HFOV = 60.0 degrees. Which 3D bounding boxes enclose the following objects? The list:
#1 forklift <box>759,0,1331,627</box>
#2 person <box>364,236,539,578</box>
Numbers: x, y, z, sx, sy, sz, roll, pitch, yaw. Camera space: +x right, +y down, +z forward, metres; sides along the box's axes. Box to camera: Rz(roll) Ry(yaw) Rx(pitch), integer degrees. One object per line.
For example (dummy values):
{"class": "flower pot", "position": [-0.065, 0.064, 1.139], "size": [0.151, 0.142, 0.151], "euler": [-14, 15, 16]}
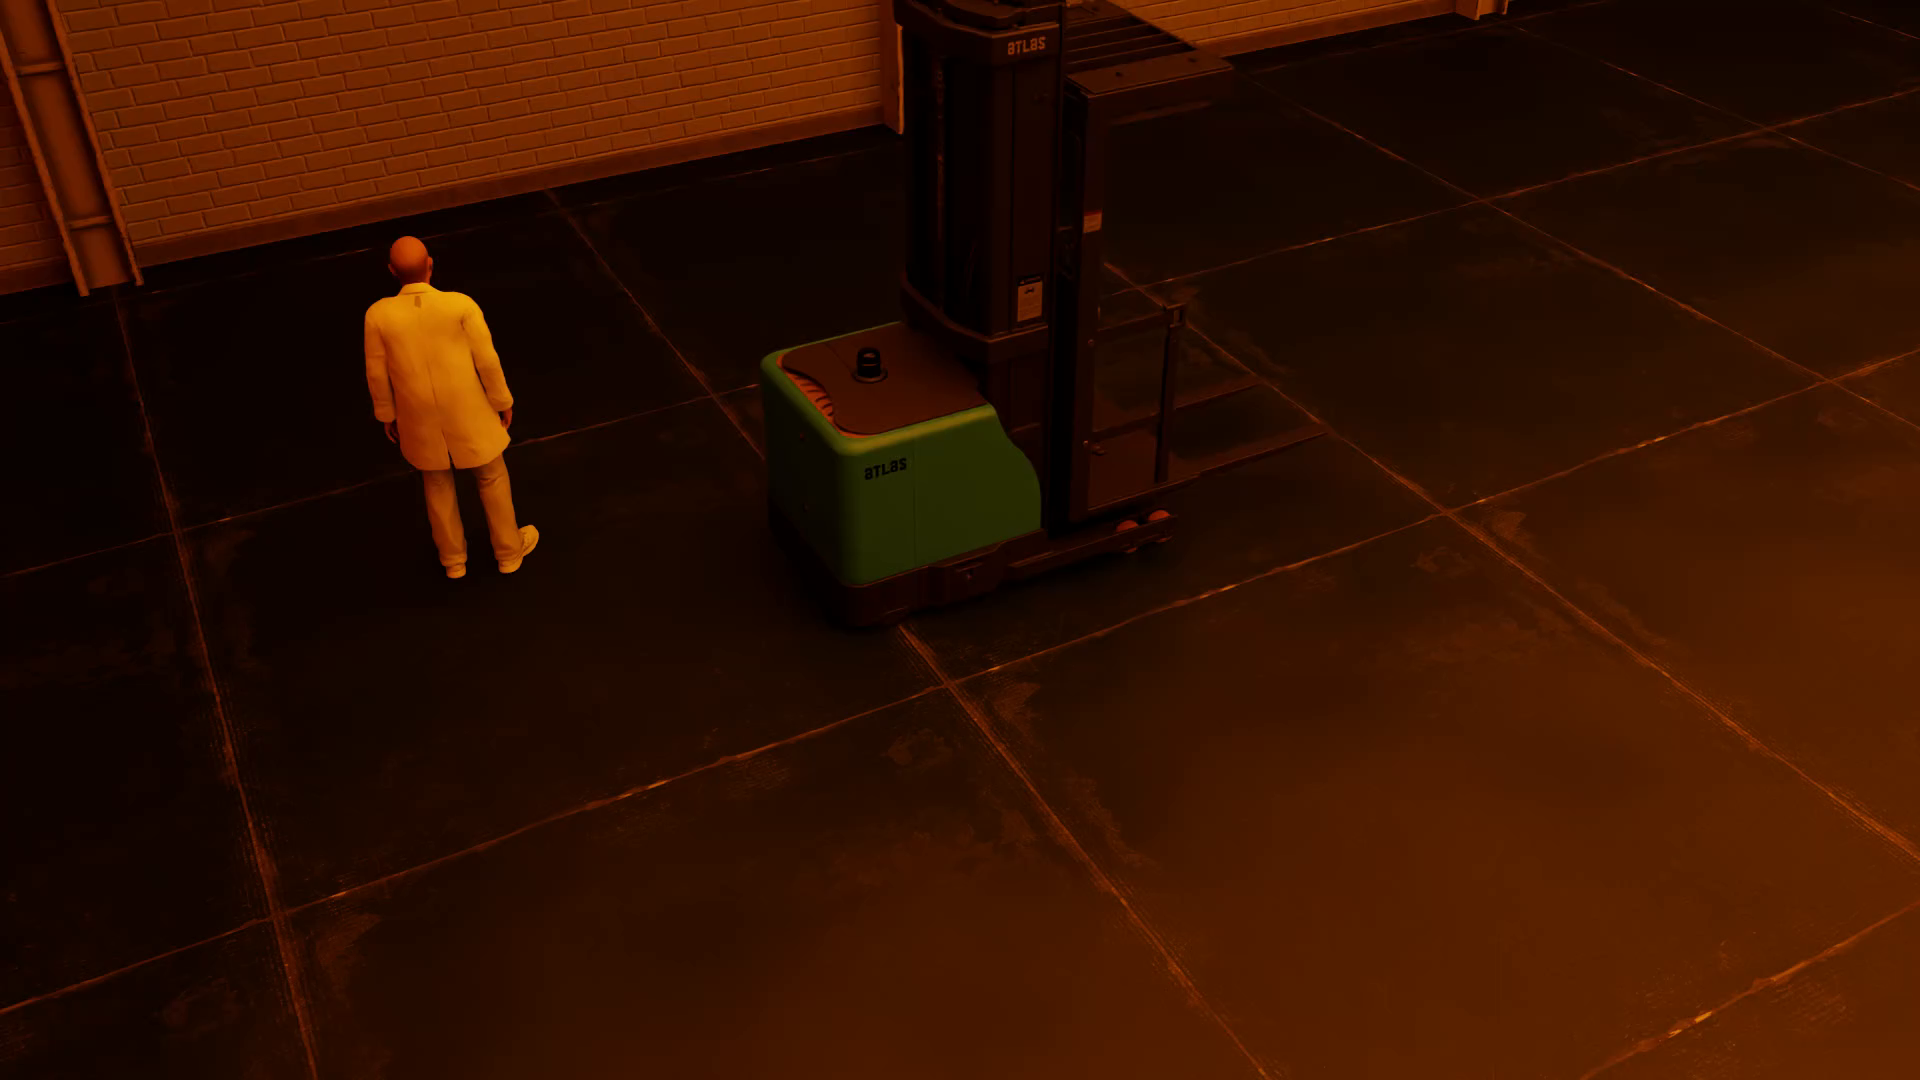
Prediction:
{"class": "forklift", "position": [0.553, -1.381, 8.077], "size": [3.031, 2.935, 1.130], "euler": [-17, 39, -23]}
{"class": "person", "position": [-2.476, -0.617, 8.000], "size": [0.648, 1.772, 0.431], "euler": [-5, 36, -7]}
